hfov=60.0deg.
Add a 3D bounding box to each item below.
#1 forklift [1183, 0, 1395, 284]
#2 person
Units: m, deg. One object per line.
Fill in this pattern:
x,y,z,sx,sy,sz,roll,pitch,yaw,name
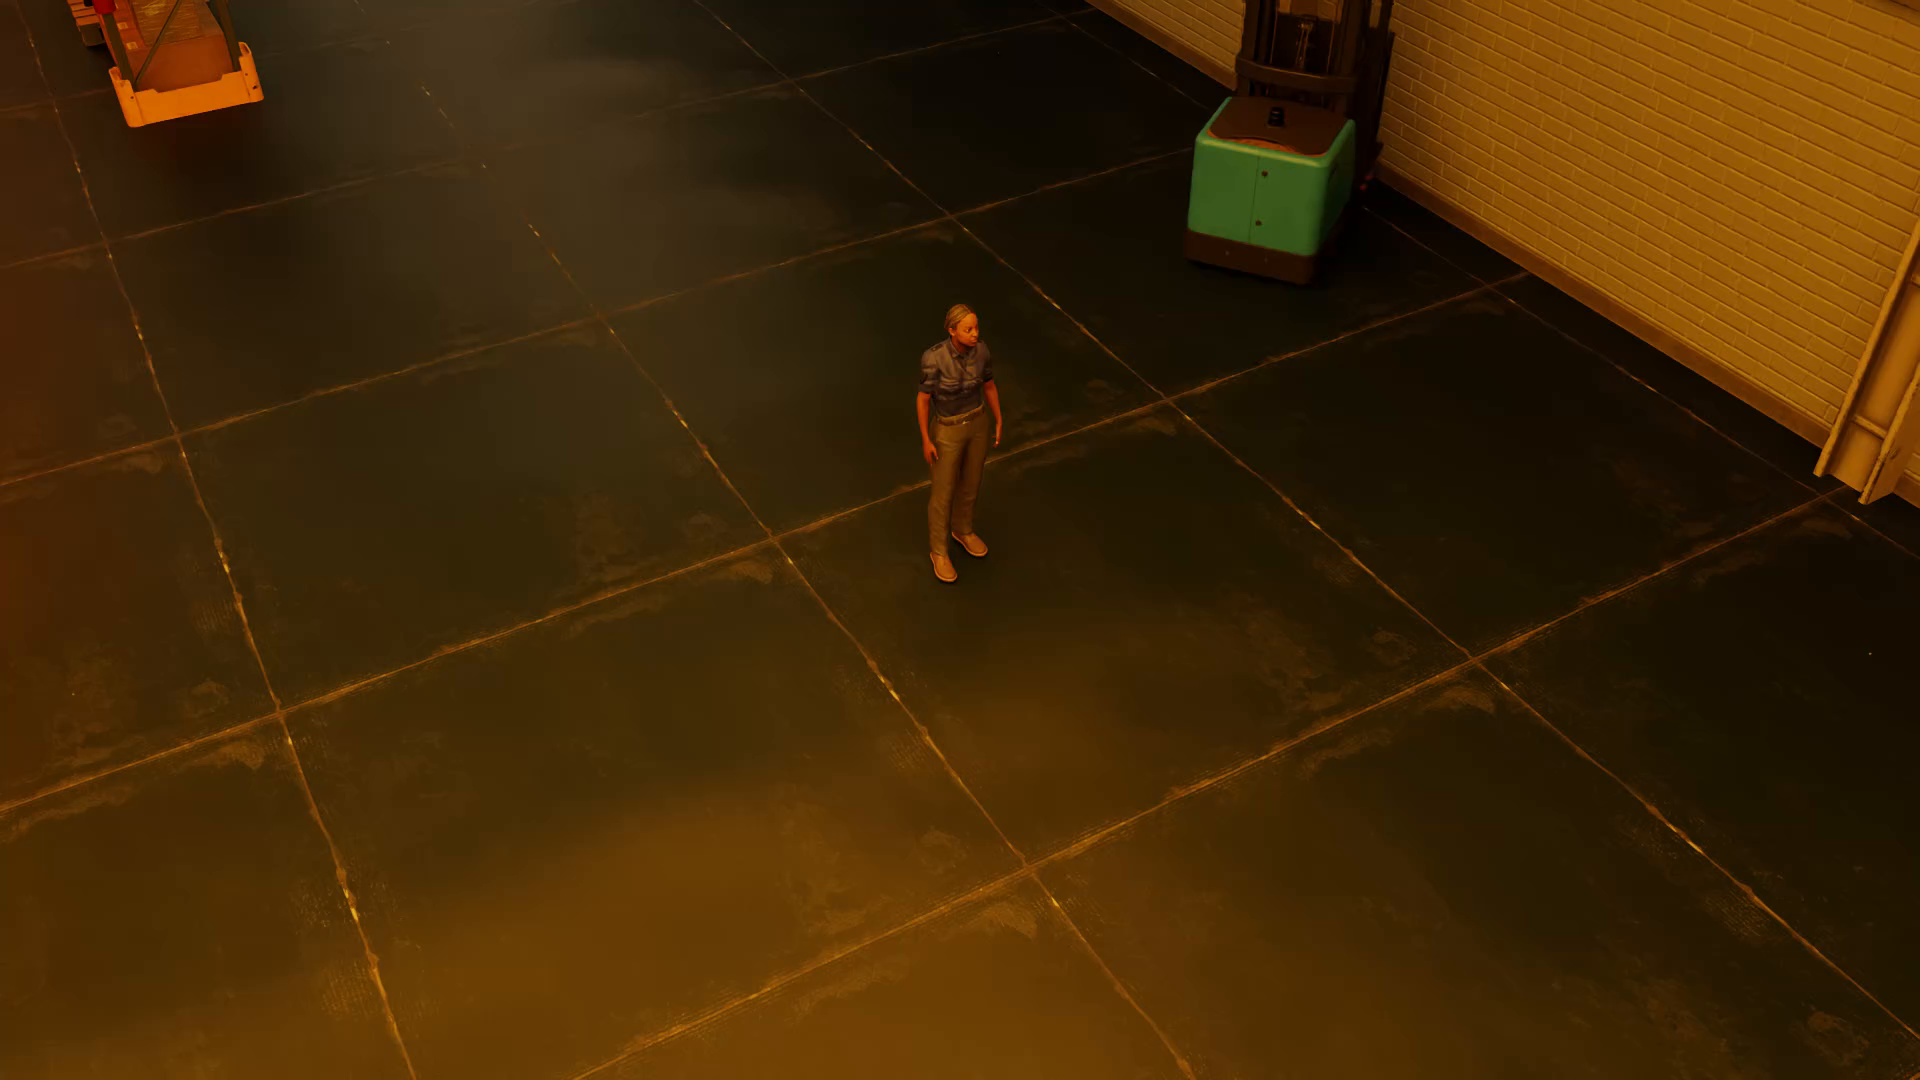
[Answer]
2.805,-3.995,12.853,1.130,2.935,3.031,16,42,19,forklift
0.026,-0.587,9.733,0.569,1.654,0.504,-20,44,-23,person
